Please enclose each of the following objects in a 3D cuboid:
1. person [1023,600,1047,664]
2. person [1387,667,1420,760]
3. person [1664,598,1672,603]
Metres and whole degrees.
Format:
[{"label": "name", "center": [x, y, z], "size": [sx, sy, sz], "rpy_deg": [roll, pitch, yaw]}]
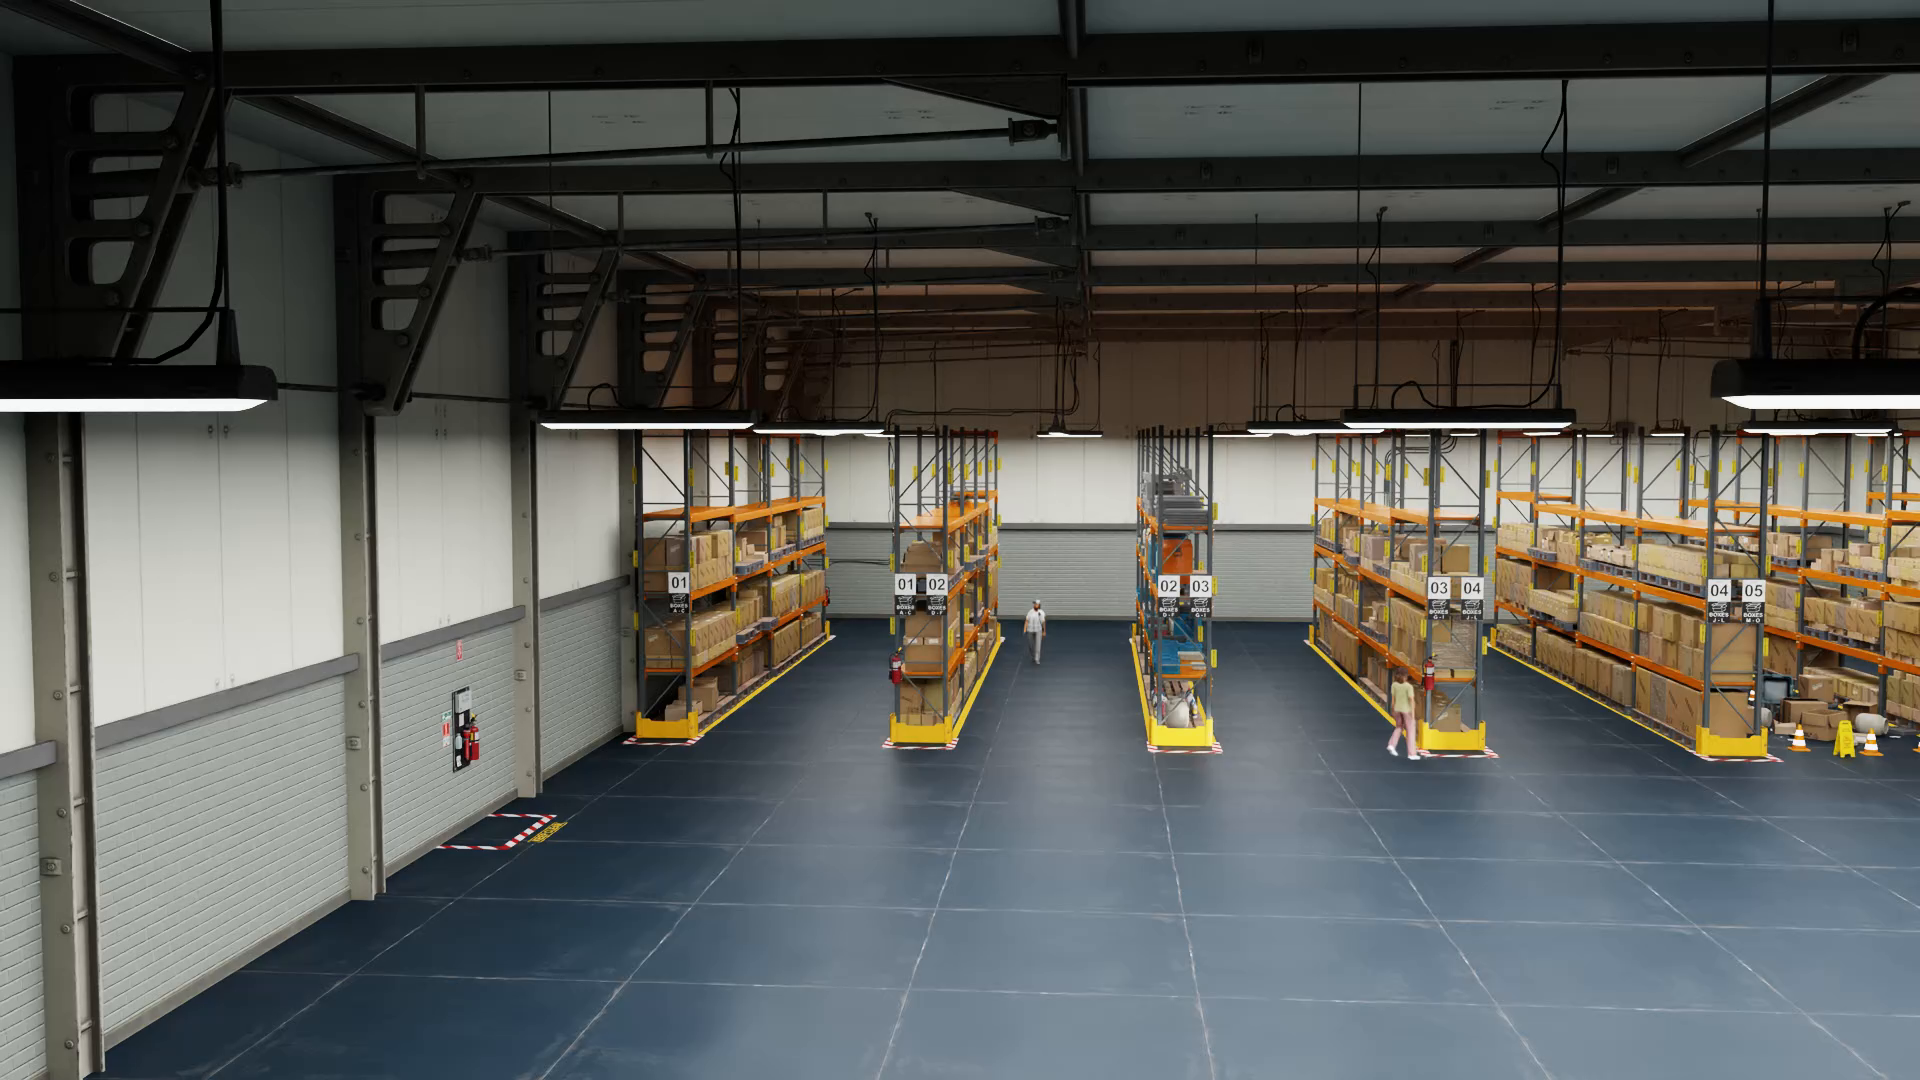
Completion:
[{"label": "person", "center": [1.930, 2.355, 42.711], "size": [0.603, 1.615, 0.927], "rpy_deg": [1, 3, 8]}, {"label": "person", "center": [7.974, 3.104, 29.805], "size": [0.580, 1.685, 0.483], "rpy_deg": [-3, 5, -43]}, {"label": "person", "center": [18.110, 2.308, 42.575], "size": [0.613, 1.773, 0.596], "rpy_deg": [-1, 4, -18]}]
